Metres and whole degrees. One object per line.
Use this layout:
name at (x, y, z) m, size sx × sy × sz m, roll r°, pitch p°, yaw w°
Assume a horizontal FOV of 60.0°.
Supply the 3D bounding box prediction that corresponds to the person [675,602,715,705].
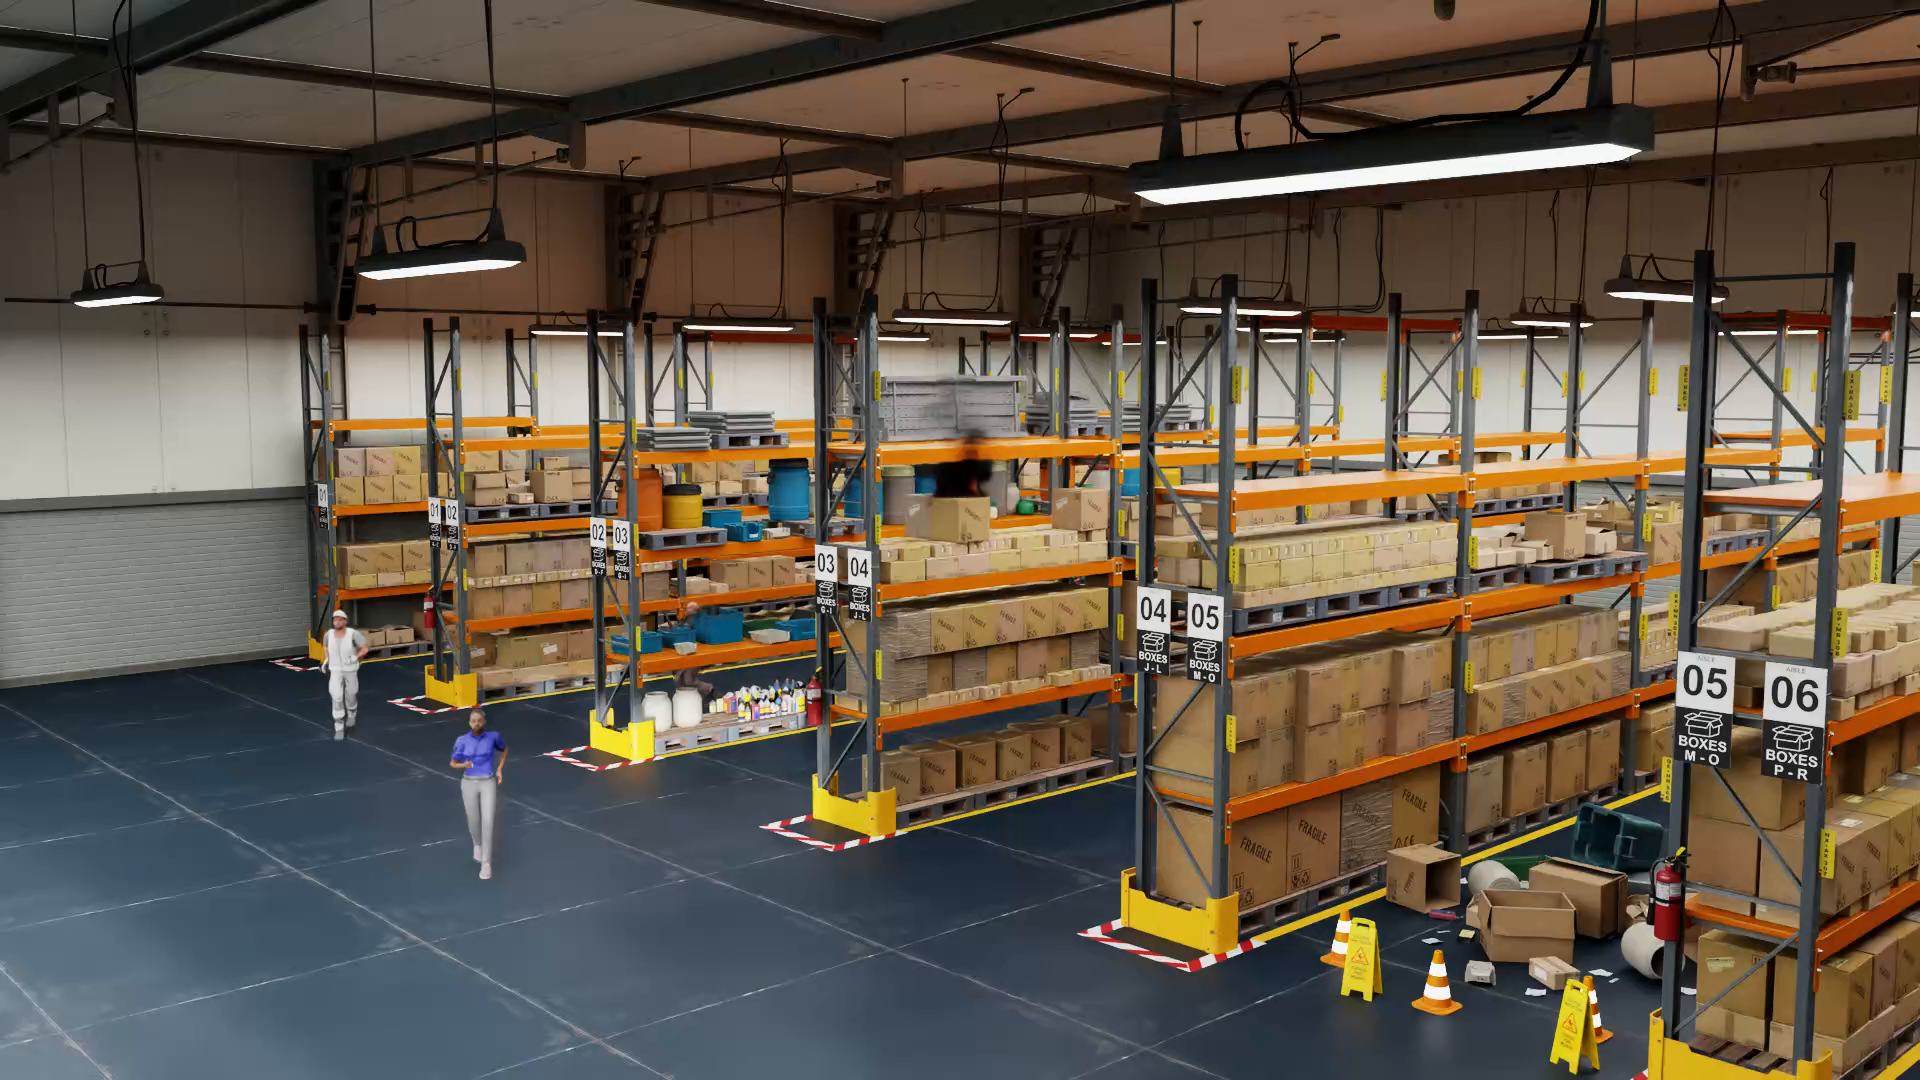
person at (-4.073, 1.774, 25.356) m, size 0.659 × 1.671 × 0.614 m, roll 5°, pitch 8°, yaw 43°

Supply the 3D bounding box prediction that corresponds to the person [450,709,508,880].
person at (-4.974, 2.582, 17.216) m, size 0.570 × 1.679 × 0.850 m, roll -1°, pitch 6°, yaw -11°

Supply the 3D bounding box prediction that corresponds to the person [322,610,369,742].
person at (-8.730, 1.886, 23.646) m, size 0.648 × 1.824 × 0.860 m, roll -1°, pitch 6°, yaw -10°
